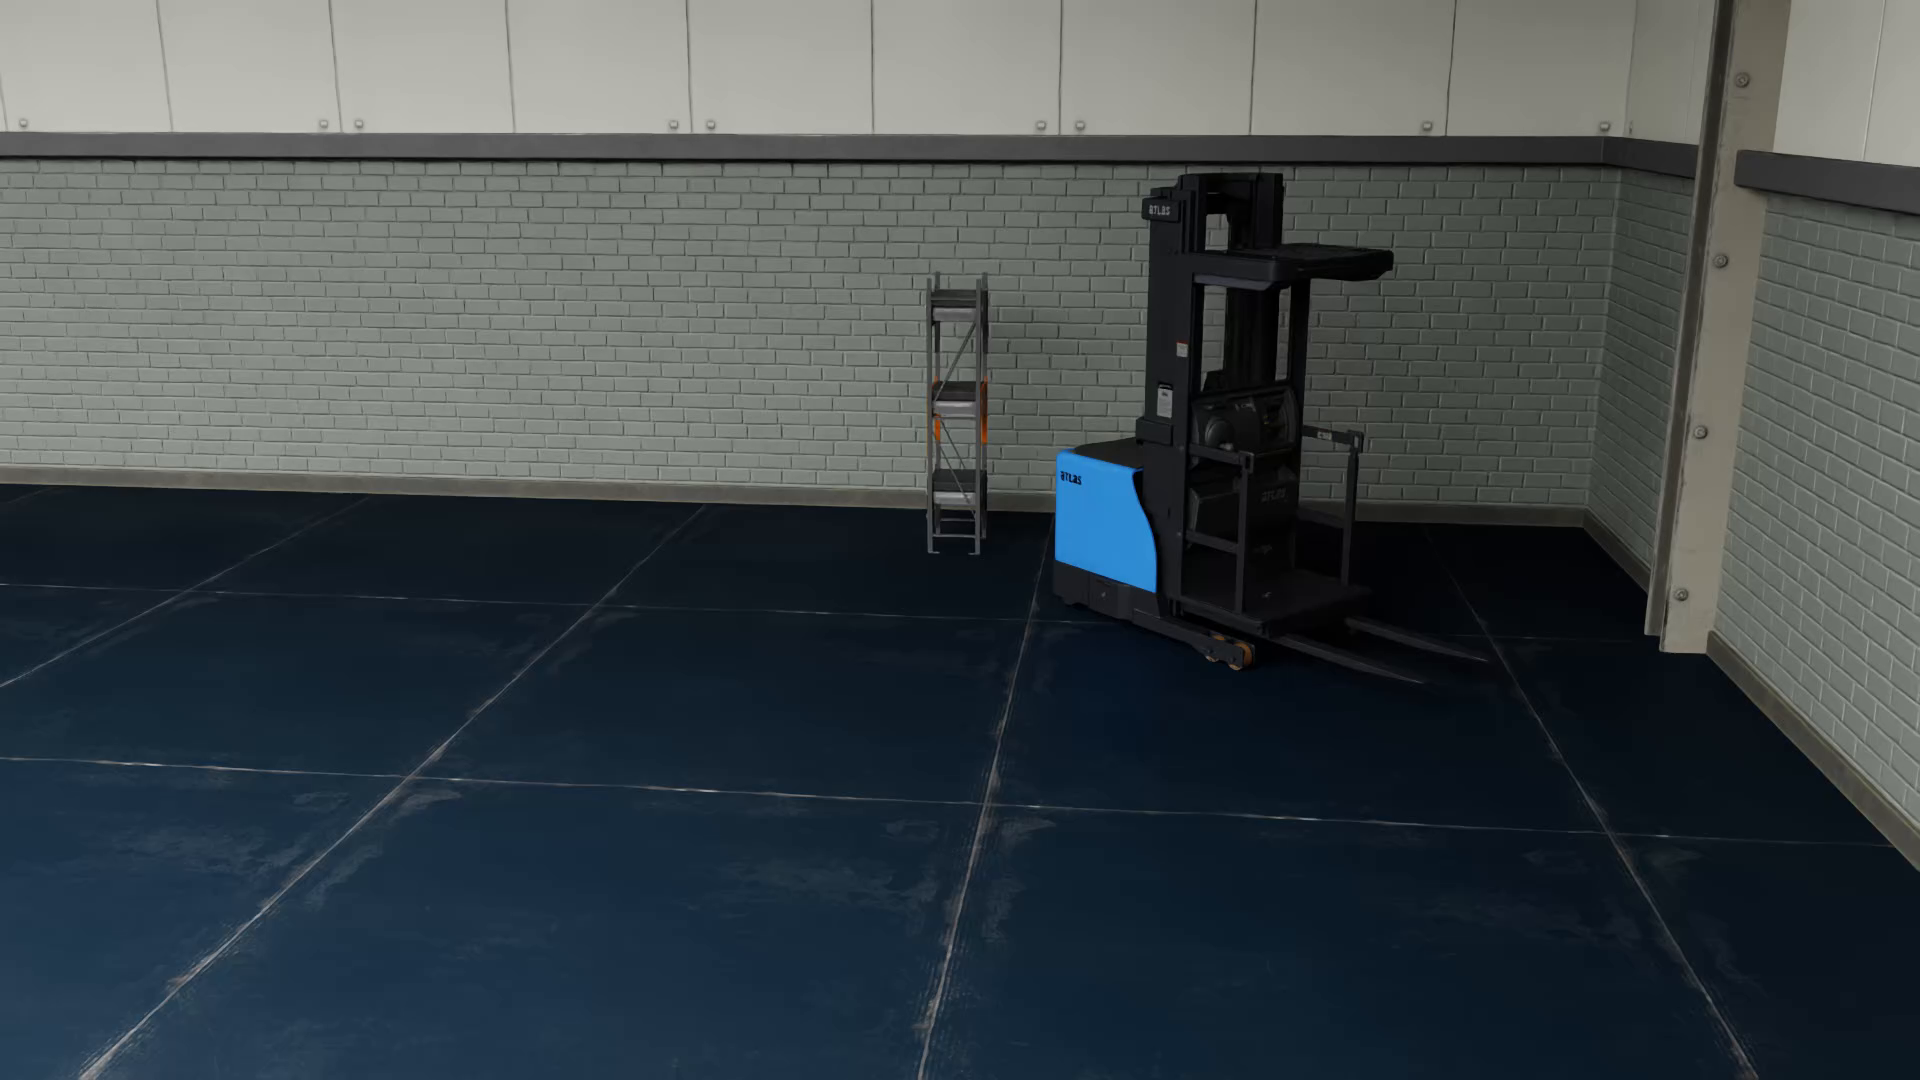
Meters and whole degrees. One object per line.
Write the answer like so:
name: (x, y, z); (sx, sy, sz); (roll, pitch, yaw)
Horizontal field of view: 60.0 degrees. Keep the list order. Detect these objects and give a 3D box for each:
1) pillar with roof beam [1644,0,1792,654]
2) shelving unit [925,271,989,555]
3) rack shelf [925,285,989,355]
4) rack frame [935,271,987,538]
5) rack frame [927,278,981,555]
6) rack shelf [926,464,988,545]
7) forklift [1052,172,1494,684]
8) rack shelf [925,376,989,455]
pillar with roof beam: (0.342, -3.808, 10.007); (9.100, 9.000, 0.400); (2, 15, 6)
shelving unit: (-0.019, -0.971, 12.729); (0.431, 2.100, 0.503); (2, 15, 6)
rack shelf: (-0.019, -1.633, 12.550); (0.431, 0.518, 0.480); (2, 15, 6)
rack frame: (0.009, -1.034, 12.963); (0.400, 2.100, 0.015); (2, 15, 6)
rack frame: (-0.046, -0.907, 12.495); (0.400, 2.100, 0.015); (2, 15, 6)
rack shelf: (-0.019, -0.282, 12.915); (0.431, 0.518, 0.480); (2, 15, 6)
forklift: (1.937, -0.761, 10.363); (1.130, 2.935, 3.031); (-11, 19, -36)
rack shelf: (-0.019, -0.958, 12.733); (0.431, 0.518, 0.480); (2, 15, 6)
